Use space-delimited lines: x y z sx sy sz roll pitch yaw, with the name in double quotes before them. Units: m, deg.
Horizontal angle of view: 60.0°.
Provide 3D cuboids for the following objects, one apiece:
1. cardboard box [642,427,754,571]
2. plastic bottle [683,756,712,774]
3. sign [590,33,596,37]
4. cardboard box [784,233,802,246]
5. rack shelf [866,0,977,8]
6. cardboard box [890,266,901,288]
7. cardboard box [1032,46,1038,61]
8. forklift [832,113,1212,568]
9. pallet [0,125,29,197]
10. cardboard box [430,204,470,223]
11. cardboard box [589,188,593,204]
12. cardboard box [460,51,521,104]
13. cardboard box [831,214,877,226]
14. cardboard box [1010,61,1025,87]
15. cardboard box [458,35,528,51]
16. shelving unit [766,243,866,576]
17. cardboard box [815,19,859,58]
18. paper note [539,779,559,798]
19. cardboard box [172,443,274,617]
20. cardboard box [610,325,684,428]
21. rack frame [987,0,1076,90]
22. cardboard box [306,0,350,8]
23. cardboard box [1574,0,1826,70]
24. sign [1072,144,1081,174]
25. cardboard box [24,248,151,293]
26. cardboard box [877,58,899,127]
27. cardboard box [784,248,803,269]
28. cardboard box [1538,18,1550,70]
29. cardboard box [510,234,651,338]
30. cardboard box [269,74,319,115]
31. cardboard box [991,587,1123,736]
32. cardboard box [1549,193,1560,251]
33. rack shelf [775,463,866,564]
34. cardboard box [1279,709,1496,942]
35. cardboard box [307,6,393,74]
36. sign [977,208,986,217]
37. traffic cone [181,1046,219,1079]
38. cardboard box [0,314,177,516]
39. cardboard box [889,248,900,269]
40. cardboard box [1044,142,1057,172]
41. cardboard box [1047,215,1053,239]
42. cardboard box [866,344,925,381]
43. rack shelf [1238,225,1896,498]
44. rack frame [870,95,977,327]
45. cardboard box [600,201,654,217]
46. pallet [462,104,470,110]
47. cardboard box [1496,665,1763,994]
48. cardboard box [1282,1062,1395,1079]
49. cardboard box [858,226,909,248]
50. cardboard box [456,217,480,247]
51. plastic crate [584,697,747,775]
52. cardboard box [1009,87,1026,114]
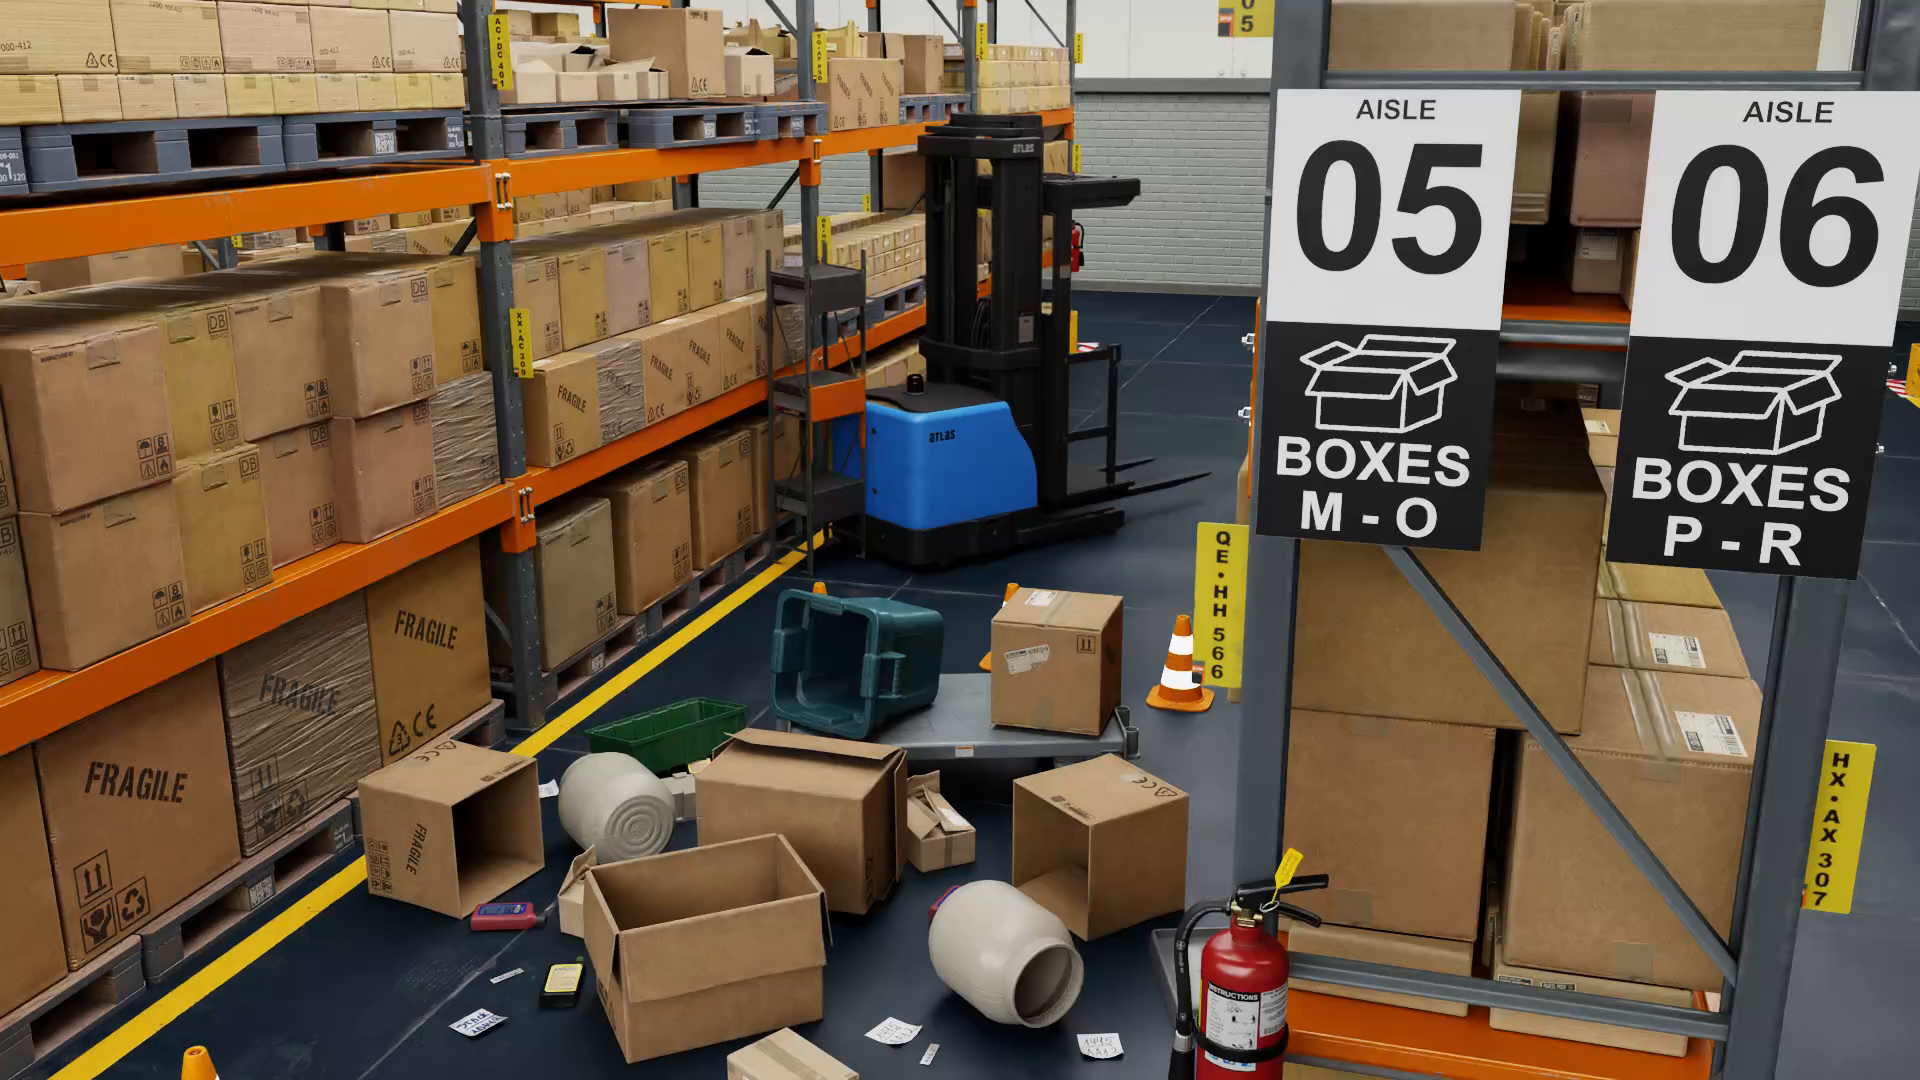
"cardboard box" -1.980 -0.305 10.761 1.050 0.750 0.750 5 17 17
"plastic bottle" -1.244 1.083 7.899 0.133 0.061 0.283 -4 16 -13
"sign" -4.459 -6.017 20.301 0.100 0.325 0.005 5 16 16
"cardboard box" -1.481 -2.365 13.269 0.380 0.149 0.250 5 16 16
"rack shelf" -0.907 -4.437 13.034 1.077 0.370 4.000 5 16 16
"cardboard box" -0.705 -2.164 13.653 0.380 0.149 0.250 4 16 14
"cardboard box" 0.591 -5.020 17.163 0.380 0.149 0.250 5 17 17
"forklift" 0.566 -1.533 11.861 3.031 2.935 1.130 -12 20 -37
"pallet" -3.548 -1.069 4.766 1.003 0.211 1.213 5 16 16
"cardboard box" -5.239 -3.387 16.252 0.797 0.503 0.637 4 16 14
"cardboard box" -4.608 -4.131 19.252 0.500 0.500 0.500 4 16 14
"cardboard box" -2.565 -2.338 8.401 0.500 0.250 0.500 5 17 16
"cardboard box" -0.965 -2.840 14.944 0.380 0.149 0.250 5 17 17
"cardboard box" 0.330 -4.592 16.385 0.500 0.250 0.500 5 17 17
"cardboard box" -4.901 -4.975 17.238 0.700 0.500 0.500 4 16 13
"shelving unit" -0.941 -0.860 10.965 0.431 2.100 0.503 17 24 40
"cardboard box" -0.950 -3.645 12.101 0.396 0.266 0.258 5 16 16
"paper note" -1.935 1.154 7.703 0.147 0.020 0.142 -7 17 -23
"cardboard box" -3.161 -0.070 6.306 0.875 0.550 0.500 5 16 16
"cardboard box" -1.917 -0.948 9.490 0.500 0.500 0.500 5 16 16
"rack frame" 0.798 -6.546 18.416 1.000 3.000 0.127 5 16 16
"cardboard box" -2.626 -2.158 6.491 0.380 0.149 0.250 5 17 17
"cardboard box" 1.322 -0.899 3.004 0.380 0.149 0.250 5 16 15
"sign" 1.324 -4.320 18.863 0.100 0.325 0.005 5 16 16
"cardboard box" -6.380 -1.930 12.182 0.700 0.500 0.500 7 17 24
"cardboard box" -0.786 -3.449 12.812 0.500 0.500 0.500 5 16 16
"cardboard box" -1.157 -2.041 12.128 0.380 0.149 0.250 5 16 16
"cardboard box" 1.301 -1.258 4.270 0.380 0.149 0.250 4 16 14
"cardboard box" -2.189 -1.446 9.416 0.700 0.500 0.500 5 17 16
"cardboard box" -2.698 -1.707 6.360 0.380 0.149 0.250 5 17 17
"cardboard box" 0.447 0.545 7.602 0.500 0.500 0.500 5 16 16
"cardboard box" 1.647 -0.779 4.041 0.380 0.149 0.250 4 16 14
"rack shelf" -0.955 -0.183 11.189 0.431 0.518 0.480 17 24 40
"cardboard box" 0.916 0.529 3.738 0.500 0.500 0.500 4 16 15
"cardboard box" -2.650 -2.003 6.675 0.500 0.250 0.500 5 16 16
"sign" 0.194 -3.128 15.238 0.100 0.325 0.005 5 16 16
"traffic cone" -2.237 1.718 4.924 0.336 0.463 0.334 5 16 16
"cardboard box" -3.249 -0.446 5.652 0.875 0.550 0.550 5 16 16
"cardboard box" -0.708 -2.310 13.621 0.380 0.149 0.250 5 17 18
"cardboard box" 0.762 -4.060 18.086 0.500 0.500 0.500 4 16 14
"cardboard box" 0.766 -3.579 18.222 0.500 0.500 0.500 4 16 15
"cardboard box" -0.604 -1.486 14.008 0.500 0.250 0.500 4 16 13
"rack shelf" 1.594 -0.736 4.750 1.077 0.370 4.000 5 16 16
"rack frame" -0.339 -2.613 15.545 1.000 3.000 0.127 5 16 16
"cardboard box" -3.957 -3.862 19.676 0.500 0.250 0.500 4 16 15
"pallet" -5.279 -4.131 15.752 0.805 0.209 1.217 4 16 14
"cardboard box" 1.426 0.590 3.523 0.500 0.500 0.500 4 16 15
"cardboard box" 1.003 1.414 4.242 0.500 0.500 0.500 5 17 16
"cardboard box" -0.637 -2.519 13.815 0.380 0.149 0.250 4 16 13
"cardboard box" -4.937 -2.929 16.474 0.500 0.500 0.500 5 16 16
"plastic crate" -1.406 0.952 8.023 0.662 0.188 0.450 -15 11 -41
"cardboard box" 0.346 -4.351 16.450 0.500 0.250 0.500 5 17 18
